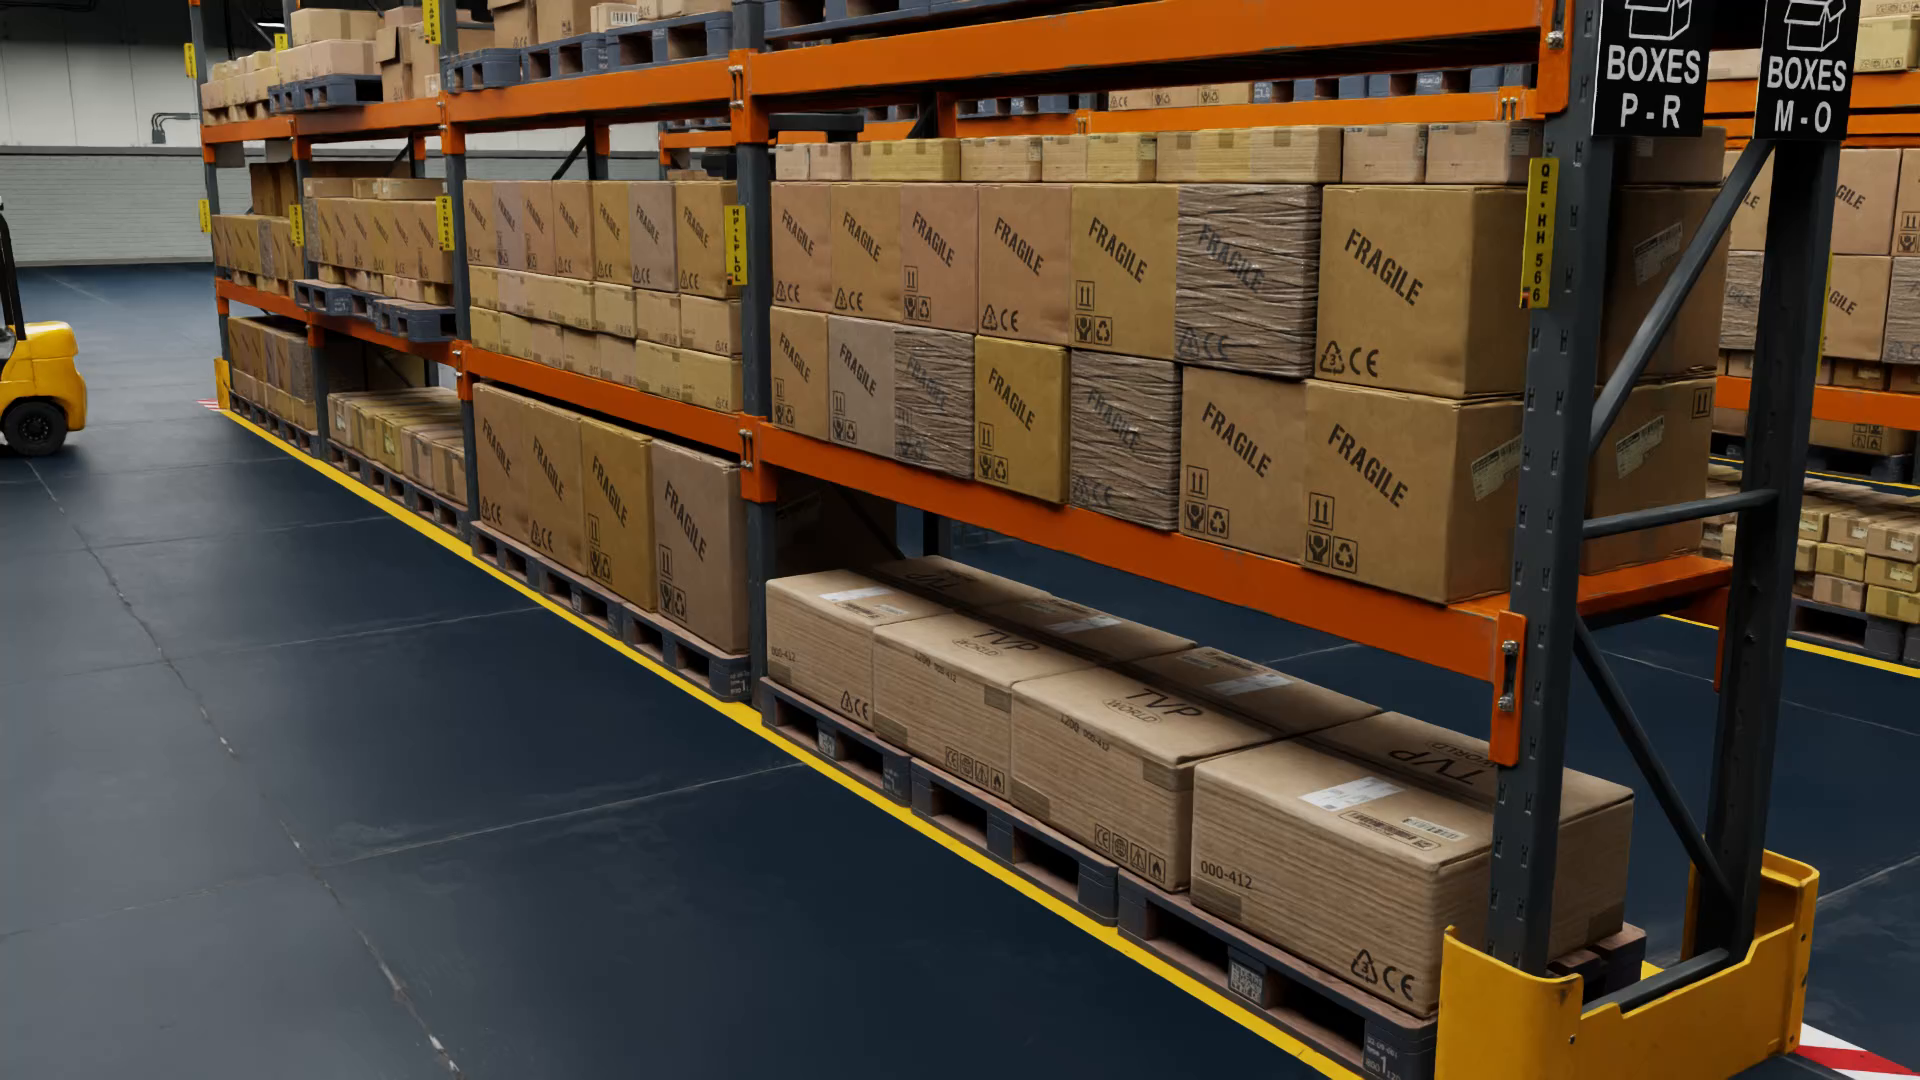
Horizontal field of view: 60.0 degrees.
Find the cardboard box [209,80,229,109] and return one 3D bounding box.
[{"bbox_3d":[-6.803,-4.224,15.791,0.500,0.250,0.500,-8,15,-34],"label":"cardboard box"}]

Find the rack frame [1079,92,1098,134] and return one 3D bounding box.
[{"bbox_3d":[1.366,-2.080,13.351,1.000,3.000,0.127,-8,15,-33],"label":"rack frame"}]

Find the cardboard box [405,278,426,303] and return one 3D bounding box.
[{"bbox_3d":[-3.462,-1.667,11.070,0.380,0.149,0.250,-8,15,-33],"label":"cardboard box"}]

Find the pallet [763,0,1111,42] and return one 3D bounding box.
[{"bbox_3d":[-0.038,-2.040,6.354,1.003,0.211,1.213,-8,15,-33],"label":"pallet"}]

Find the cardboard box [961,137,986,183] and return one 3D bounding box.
[{"bbox_3d":[0.226,-1.311,5.741,0.380,0.149,0.250,-8,15,-33],"label":"cardboard box"}]

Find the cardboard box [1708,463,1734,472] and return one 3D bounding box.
[{"bbox_3d":[4.315,-0.355,9.761,0.380,0.149,0.250,-8,15,-33],"label":"cardboard box"}]

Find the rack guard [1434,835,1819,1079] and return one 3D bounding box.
[{"bbox_3d":[1.747,1.172,4.331,1.175,0.500,0.348,-8,15,-33],"label":"rack guard"}]

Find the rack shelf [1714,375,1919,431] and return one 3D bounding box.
[{"bbox_3d":[4.691,-0.661,8.548,1.077,0.370,4.000,-8,15,-33],"label":"rack shelf"}]

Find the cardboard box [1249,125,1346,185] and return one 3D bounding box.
[{"bbox_3d":[0.995,-1.026,4.438,0.380,0.149,0.250,-8,15,-33],"label":"cardboard box"}]

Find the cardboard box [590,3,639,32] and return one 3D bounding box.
[{"bbox_3d":[-1.655,-2.639,8.453,0.380,0.166,0.250,-7,14,-28],"label":"cardboard box"}]

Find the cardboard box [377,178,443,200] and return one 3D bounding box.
[{"bbox_3d":[-3.840,-2.450,11.611,0.380,0.149,0.250,-9,15,-35],"label":"cardboard box"}]

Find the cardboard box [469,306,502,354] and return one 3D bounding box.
[{"bbox_3d":[-2.637,-1.286,10.071,0.500,0.250,0.500,-8,15,-34],"label":"cardboard box"}]

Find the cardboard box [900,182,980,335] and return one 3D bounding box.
[{"bbox_3d":[0.129,-1.005,5.864,0.500,0.500,0.500,-8,15,-32],"label":"cardboard box"}]

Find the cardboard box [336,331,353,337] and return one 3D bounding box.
[{"bbox_3d":[-5.323,-1.646,15.066,0.500,0.500,0.500,-7,14,-30],"label":"cardboard box"}]

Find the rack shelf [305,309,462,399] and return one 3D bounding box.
[{"bbox_3d":[-3.807,-1.480,12.293,1.077,0.370,4.000,-8,15,-33],"label":"rack shelf"}]

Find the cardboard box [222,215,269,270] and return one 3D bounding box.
[{"bbox_3d":[-6.810,-2.884,16.098,0.500,0.500,0.500,-8,14,-31],"label":"cardboard box"}]

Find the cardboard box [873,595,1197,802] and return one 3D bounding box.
[{"bbox_3d":[0.273,0.566,6.269,0.875,0.438,0.875,-9,15,-34],"label":"cardboard box"}]

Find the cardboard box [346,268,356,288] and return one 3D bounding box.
[{"bbox_3d":[-4.412,-1.997,12.575,0.380,0.149,0.250,-8,15,-32],"label":"cardboard box"}]

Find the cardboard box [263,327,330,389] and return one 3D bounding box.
[{"bbox_3d":[-6.033,-1.670,15.174,0.500,0.500,0.500,-7,14,-30],"label":"cardboard box"}]

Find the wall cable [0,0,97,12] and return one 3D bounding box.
[{"bbox_3d":[-23.950,-14.885,42.666,3.097,2.526,0.112,-8,15,-33],"label":"wall cable"}]

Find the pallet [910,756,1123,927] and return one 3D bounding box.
[{"bbox_3d":[0.554,0.959,5.980,1.003,0.211,1.213,-8,15,-33],"label":"pallet"}]

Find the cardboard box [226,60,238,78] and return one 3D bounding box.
[{"bbox_3d":[-6.493,-4.306,15.233,0.380,0.149,0.250,-8,14,-31],"label":"cardboard box"}]

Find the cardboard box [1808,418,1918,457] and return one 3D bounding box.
[{"bbox_3d":[7.396,-1.216,13.392,1.225,0.875,0.875,-8,15,-33],"label":"cardboard box"}]

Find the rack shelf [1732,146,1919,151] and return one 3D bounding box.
[{"bbox_3d":[12.692,-5.290,22.695,1.077,0.370,4.000,-8,15,-33],"label":"rack shelf"}]

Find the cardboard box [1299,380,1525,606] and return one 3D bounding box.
[{"bbox_3d":[1.246,-0.156,4.322,0.500,0.500,0.500,-8,15,-32],"label":"cardboard box"}]

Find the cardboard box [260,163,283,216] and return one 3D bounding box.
[{"bbox_3d":[-6.392,-3.425,16.233,0.700,0.500,0.500,-8,15,-32],"label":"cardboard box"}]

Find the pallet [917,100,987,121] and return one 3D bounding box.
[{"bbox_3d":[0.343,-3.760,14.453,1.003,0.211,1.213,-7,14,-30],"label":"pallet"}]

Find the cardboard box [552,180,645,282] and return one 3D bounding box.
[{"bbox_3d":[-1.795,-1.625,8.699,0.500,0.500,0.500,-8,15,-32],"label":"cardboard box"}]

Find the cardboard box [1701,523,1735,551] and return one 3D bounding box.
[{"bbox_3d":[4.177,-0.050,9.064,0.380,0.149,0.250,-7,14,-30],"label":"cardboard box"}]

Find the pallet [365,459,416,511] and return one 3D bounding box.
[{"bbox_3d":[-3.802,-0.470,12.515,1.003,0.211,1.213,-8,15,-33],"label":"pallet"}]

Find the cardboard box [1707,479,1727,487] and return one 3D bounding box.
[{"bbox_3d":[4.049,-0.247,9.267,0.380,0.149,0.250,-9,15,-34],"label":"cardboard box"}]

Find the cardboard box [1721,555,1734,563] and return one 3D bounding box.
[{"bbox_3d":[4.269,0.148,8.854,0.380,0.149,0.250,-9,15,-34],"label":"cardboard box"}]

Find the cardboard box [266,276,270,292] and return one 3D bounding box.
[{"bbox_3d":[-6.029,-2.315,15.014,0.380,0.149,0.250,-8,15,-34],"label":"cardboard box"}]

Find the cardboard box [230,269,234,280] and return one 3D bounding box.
[{"bbox_3d":[-7.115,-2.691,16.734,0.380,0.149,0.250,-8,15,-33],"label":"cardboard box"}]

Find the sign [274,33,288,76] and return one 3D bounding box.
[{"bbox_3d":[-5.362,-3.840,13.167,0.100,0.325,0.005,-8,15,-33],"label":"sign"}]

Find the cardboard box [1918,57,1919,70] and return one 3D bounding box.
[{"bbox_3d":[4.774,-2.278,7.589,0.500,0.250,0.500,-7,14,-30],"label":"cardboard box"}]

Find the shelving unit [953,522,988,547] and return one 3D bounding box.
[{"bbox_3d":[0.030,-0.503,10.706,0.215,1.050,0.252,-8,15,-33],"label":"shelving unit"}]

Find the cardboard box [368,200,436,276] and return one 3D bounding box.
[{"bbox_3d":[-3.758,-2.103,11.546,0.500,0.500,0.500,-9,15,-37],"label":"cardboard box"}]

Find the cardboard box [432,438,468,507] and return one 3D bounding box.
[{"bbox_3d":[-3.003,-0.499,11.290,0.950,0.372,0.625,-9,15,-37],"label":"cardboard box"}]

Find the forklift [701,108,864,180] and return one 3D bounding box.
[{"bbox_3d":[-1.470,-2.138,13.778,1.130,2.935,3.031,-5,13,-23],"label":"forklift"}]

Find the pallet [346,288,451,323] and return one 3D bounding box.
[{"bbox_3d":[-3.829,-1.729,12.198,1.003,0.211,1.213,-8,15,-33],"label":"pallet"}]

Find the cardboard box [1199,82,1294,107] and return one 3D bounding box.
[{"bbox_3d":[2.025,-3.285,11.605,0.500,0.500,0.500,-8,15,-33],"label":"cardboard box"}]

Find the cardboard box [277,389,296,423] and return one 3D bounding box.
[{"bbox_3d":[-5.769,-1.216,14.854,0.500,0.250,0.500,-9,15,-34],"label":"cardboard box"}]

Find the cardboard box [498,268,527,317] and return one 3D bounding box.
[{"bbox_3d":[-2.338,-1.435,9.585,0.500,0.250,0.500,-8,15,-31],"label":"cardboard box"}]

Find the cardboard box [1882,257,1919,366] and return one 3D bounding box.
[{"bbox_3d":[4.766,-1.082,7.857,0.500,0.500,0.500,-8,15,-33],"label":"cardboard box"}]

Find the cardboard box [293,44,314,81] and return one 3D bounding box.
[{"bbox_3d":[-4.643,-3.543,12.389,0.500,0.250,0.500,-8,15,-34],"label":"cardboard box"}]

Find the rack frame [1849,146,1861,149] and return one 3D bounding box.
[{"bbox_3d":[9.675,-3.235,18.634,1.000,3.000,0.127,-8,15,-33],"label":"rack frame"}]

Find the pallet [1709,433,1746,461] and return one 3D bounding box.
[{"bbox_3d":[6.597,-0.921,14.578,1.003,0.211,1.213,-8,15,-33],"label":"pallet"}]

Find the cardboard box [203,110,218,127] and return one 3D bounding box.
[{"bbox_3d":[-7.217,-4.144,16.356,0.380,0.149,0.250,-8,15,-33],"label":"cardboard box"}]

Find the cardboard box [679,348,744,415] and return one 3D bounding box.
[{"bbox_3d":[-0.941,-0.741,7.581,0.500,0.250,0.500,-9,15,-34],"label":"cardboard box"}]

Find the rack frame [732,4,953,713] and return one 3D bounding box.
[{"bbox_3d":[-0.482,-0.765,7.336,1.000,3.000,0.127,-8,15,-33],"label":"rack frame"}]

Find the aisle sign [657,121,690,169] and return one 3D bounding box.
[{"bbox_3d":[-3.355,-4.750,19.475,0.394,0.787,0.004,-8,15,-33],"label":"aisle sign"}]

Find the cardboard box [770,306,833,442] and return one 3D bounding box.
[{"bbox_3d":[-0.440,-0.699,6.802,0.500,0.500,0.500,-8,14,-31],"label":"cardboard box"}]

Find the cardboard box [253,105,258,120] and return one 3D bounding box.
[{"bbox_3d":[-6.121,-3.836,14.949,0.380,0.149,0.250,-8,15,-33],"label":"cardboard box"}]

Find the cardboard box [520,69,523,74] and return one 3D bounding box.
[{"bbox_3d":[-2.873,-2.997,10.839,0.396,0.266,0.258,-8,15,-33],"label":"cardboard box"}]
